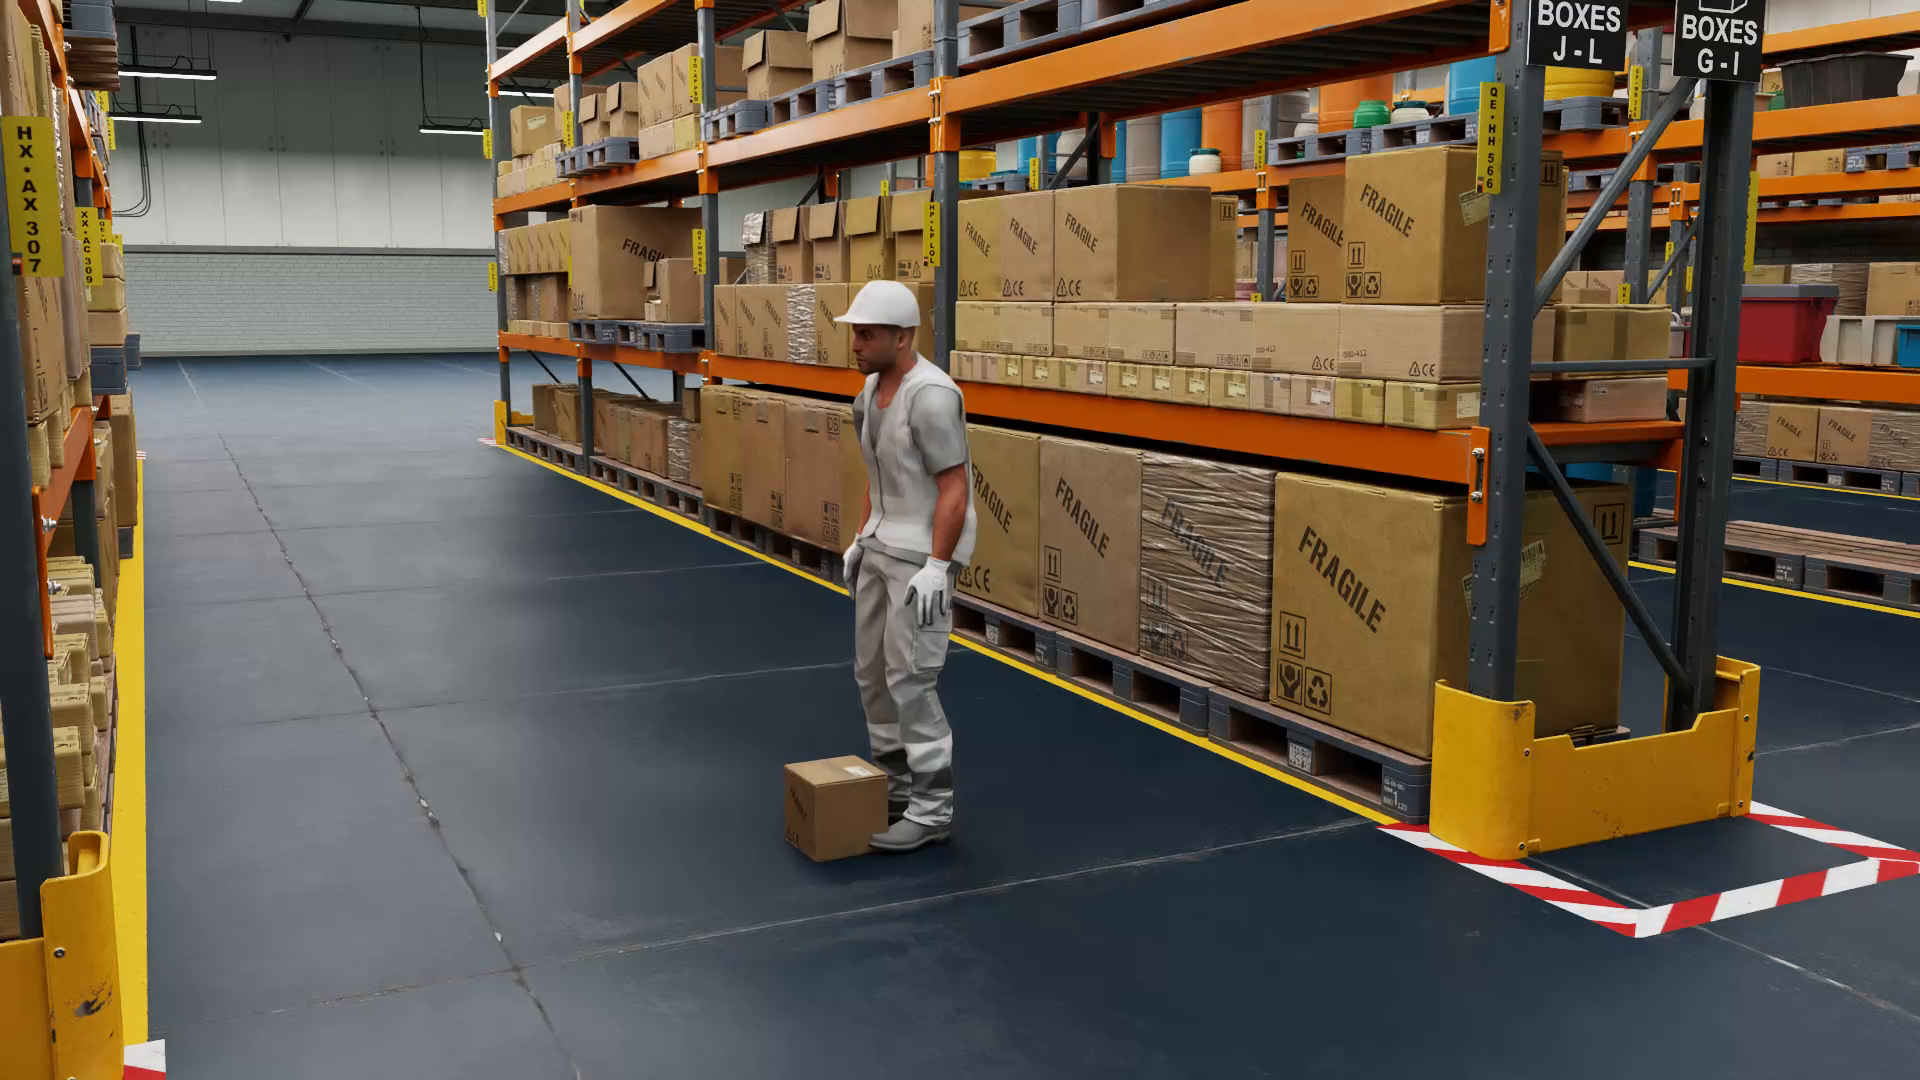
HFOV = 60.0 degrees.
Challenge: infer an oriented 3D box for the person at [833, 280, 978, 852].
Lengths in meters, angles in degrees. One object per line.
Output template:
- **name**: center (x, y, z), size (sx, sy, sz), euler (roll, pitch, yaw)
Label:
- **person**: center (-0.193, 0.077, 5.270), size (0.449, 1.778, 0.595), euler (-5, 10, -28)
